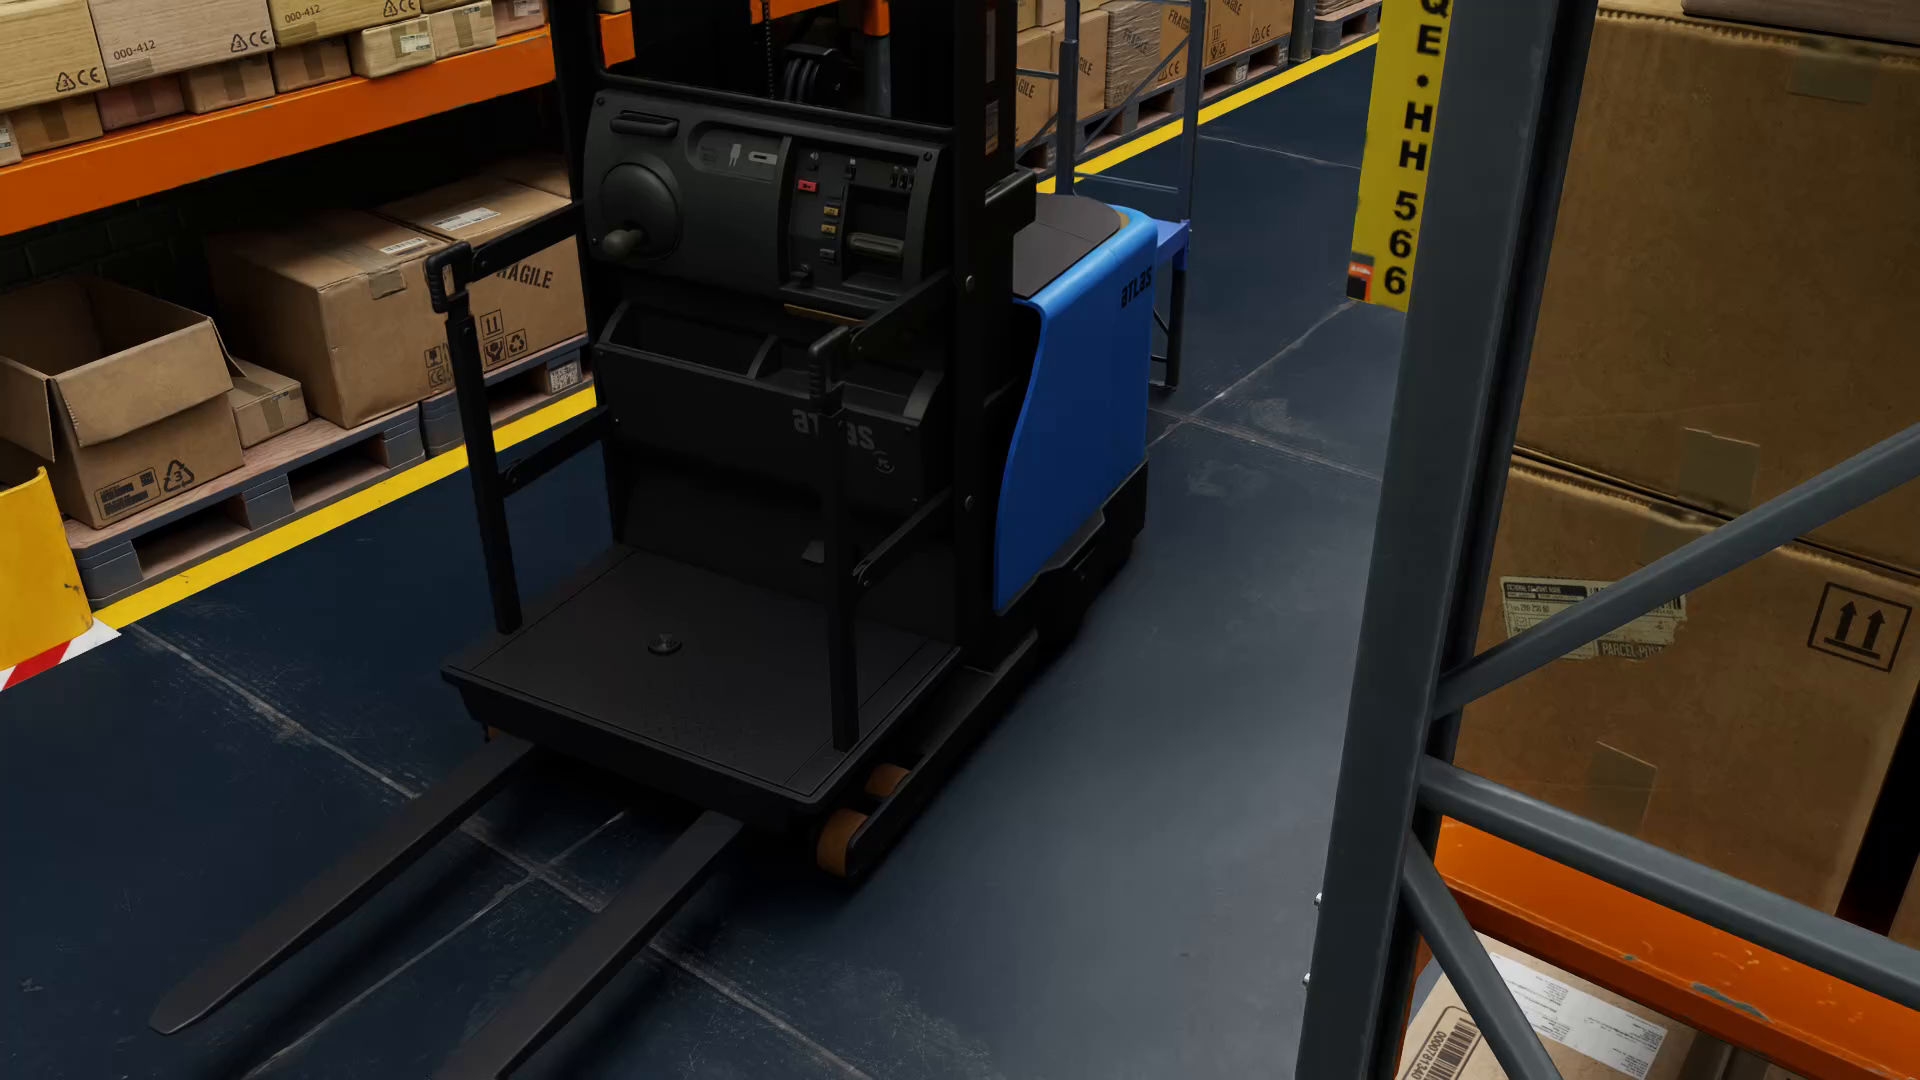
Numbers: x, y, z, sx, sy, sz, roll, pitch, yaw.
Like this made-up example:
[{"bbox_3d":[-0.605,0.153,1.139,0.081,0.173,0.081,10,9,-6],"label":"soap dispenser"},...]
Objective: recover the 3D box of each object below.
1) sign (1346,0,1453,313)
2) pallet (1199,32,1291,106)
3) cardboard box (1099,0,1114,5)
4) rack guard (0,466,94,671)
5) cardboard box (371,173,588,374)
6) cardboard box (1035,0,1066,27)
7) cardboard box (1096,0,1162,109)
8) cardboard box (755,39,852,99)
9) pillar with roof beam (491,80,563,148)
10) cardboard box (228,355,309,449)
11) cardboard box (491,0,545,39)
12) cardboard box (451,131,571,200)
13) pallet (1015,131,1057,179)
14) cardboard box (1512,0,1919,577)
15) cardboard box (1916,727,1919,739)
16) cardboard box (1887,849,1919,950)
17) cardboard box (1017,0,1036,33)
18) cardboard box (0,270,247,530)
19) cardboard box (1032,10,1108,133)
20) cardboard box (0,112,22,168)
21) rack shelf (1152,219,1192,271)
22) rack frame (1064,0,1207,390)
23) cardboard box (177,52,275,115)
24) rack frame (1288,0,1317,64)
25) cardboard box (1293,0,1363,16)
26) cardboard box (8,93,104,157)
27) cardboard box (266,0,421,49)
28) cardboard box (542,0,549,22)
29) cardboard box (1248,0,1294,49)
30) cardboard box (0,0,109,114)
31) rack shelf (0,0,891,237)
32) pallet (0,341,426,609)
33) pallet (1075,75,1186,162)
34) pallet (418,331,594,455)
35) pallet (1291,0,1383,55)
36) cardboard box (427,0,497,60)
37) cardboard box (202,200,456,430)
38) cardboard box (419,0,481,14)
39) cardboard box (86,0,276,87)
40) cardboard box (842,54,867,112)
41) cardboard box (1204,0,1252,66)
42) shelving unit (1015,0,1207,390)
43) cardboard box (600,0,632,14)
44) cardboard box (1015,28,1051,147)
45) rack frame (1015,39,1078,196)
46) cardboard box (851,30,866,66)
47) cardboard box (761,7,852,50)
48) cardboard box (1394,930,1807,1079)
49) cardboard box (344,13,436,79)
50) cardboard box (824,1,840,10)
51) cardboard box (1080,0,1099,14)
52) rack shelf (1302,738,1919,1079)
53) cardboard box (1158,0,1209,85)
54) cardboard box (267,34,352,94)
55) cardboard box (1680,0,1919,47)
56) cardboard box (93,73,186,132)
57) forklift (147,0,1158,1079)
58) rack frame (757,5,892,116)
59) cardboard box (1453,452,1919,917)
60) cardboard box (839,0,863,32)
[{"bbox_3d":[0.428,-0.369,1.563,0.100,0.325,0.005,21,37,31],"label":"sign"},{"bbox_3d":[1.241,-2.883,9.908,1.003,0.211,1.213,21,37,31],"label":"pallet"},{"bbox_3d":[0.614,-2.866,8.547,0.380,0.149,0.250,21,37,31],"label":"cardboard box"},{"bbox_3d":[-3.061,-0.078,4.892,1.175,0.500,0.348,21,37,31],"label":"rack guard"},{"bbox_3d":[-1.716,-0.967,5.980,0.500,0.500,0.500,22,37,32],"label":"cardboard box"},{"bbox_3d":[0.323,-2.647,8.178,0.380,0.149,0.250,21,37,31],"label":"cardboard box"},{"bbox_3d":[0.715,-2.611,8.754,0.500,0.500,0.500,20,36,30],"label":"cardboard box"},{"bbox_3d":[-0.632,-2.145,7.967,0.500,0.500,0.500,21,37,31],"label":"cardboard box"},{"bbox_3d":[1.601,-3.999,3.171,9.100,9.000,0.400,21,37,31],"label":"pillar with roof beam"},{"bbox_3d":[-2.375,-0.457,5.464,0.380,0.149,0.250,20,36,29],"label":"cardboard box"},{"bbox_3d":[-1.629,-1.812,5.611,0.380,0.149,0.250,21,37,31],"label":"cardboard box"},{"bbox_3d":[-1.488,-1.205,6.381,0.700,0.500,0.500,20,36,30],"label":"cardboard box"},{"bbox_3d":[-0.231,-1.891,8.234,1.003,0.211,1.213,21,37,31],"label":"pallet"},{"bbox_3d":[0.954,-0.339,1.801,0.500,0.500,0.500,22,37,33],"label":"cardboard box"},{"bbox_3d":[1.248,-0.117,2.407,0.500,0.500,0.500,20,36,30],"label":"cardboard box"},{"bbox_3d":[1.371,0.253,1.782,0.500,0.500,0.500,21,36,31],"label":"cardboard box"},{"bbox_3d":[0.142,-2.557,8.026,0.380,0.149,0.250,20,36,30],"label":"cardboard box"},{"bbox_3d":[-2.662,-0.449,5.102,0.797,0.503,0.637,20,36,29],"label":"cardboard box"},{"bbox_3d":[0.397,-2.402,8.401,0.500,0.500,0.500,20,36,30],"label":"cardboard box"},{"bbox_3d":[-2.690,-1.064,4.350,0.380,0.149,0.250,21,36,31],"label":"cardboard box"},{"bbox_3d":[0.347,-0.887,5.628,0.538,0.185,1.000,15,34,24],"label":"rack shelf"},{"bbox_3d":[0.589,-1.269,5.921,0.500,1.500,0.032,15,34,24],"label":"rack frame"},{"bbox_3d":[-2.241,-1.383,4.888,0.380,0.149,0.250,22,37,33],"label":"cardboard box"},{"bbox_3d":[1.722,-4.375,9.689,1.000,3.000,0.127,21,37,31],"label":"rack frame"},{"bbox_3d":[2.110,-3.783,10.608,0.875,0.625,0.625,22,37,33],"label":"cardboard box"},{"bbox_3d":[-2.573,-1.182,4.548,0.380,0.149,0.250,22,37,32],"label":"cardboard box"},{"bbox_3d":[-2.011,-1.700,5.031,0.500,0.250,0.500,20,36,30],"label":"cardboard box"},{"bbox_3d":[-1.518,-1.926,5.805,0.380,0.149,0.250,22,37,32],"label":"cardboard box"},{"bbox_3d":[1.638,-3.242,9.818,0.500,0.500,0.500,22,37,33],"label":"cardboard box"},{"bbox_3d":[-2.618,-1.288,4.336,0.500,0.250,0.500,21,37,32],"label":"cardboard box"},{"bbox_3d":[-1.900,-1.626,5.758,1.077,0.370,4.000,21,37,31],"label":"rack shelf"},{"bbox_3d":[-2.581,-0.278,5.513,1.003,0.211,1.213,21,37,31],"label":"pallet"},{"bbox_3d":[0.505,-2.389,9.075,1.003,0.211,1.213,21,37,31],"label":"pallet"},{"bbox_3d":[-1.844,-0.772,6.346,1.003,0.211,1.213,21,37,31],"label":"pallet"},{"bbox_3d":[2.250,-3.498,10.945,1.003,0.211,1.213,21,37,31],"label":"pallet"},{"bbox_3d":[-1.730,-1.686,5.398,0.380,0.149,0.250,22,37,32],"label":"cardboard box"},{"bbox_3d":[-2.115,-0.783,5.669,0.700,0.500,0.500,23,38,33],"label":"cardboard box"},{"bbox_3d":[-1.719,-1.914,5.393,0.500,0.250,0.500,20,36,30],"label":"cardboard box"},{"bbox_3d":[-2.314,-1.493,4.682,0.500,0.250,0.500,22,37,32],"label":"cardboard box"},{"bbox_3d":[-0.221,-1.981,7.691,0.500,0.500,0.500,23,38,33],"label":"cardboard box"},{"bbox_3d":[1.328,-3.042,9.480,0.500,0.500,0.500,21,36,31],"label":"cardboard box"},{"bbox_3d":[0.347,-1.041,5.536,0.538,1.500,1.048,15,34,24],"label":"shelving unit"},{"bbox_3d":[-1.273,-1.997,5.924,0.380,0.149,0.250,21,36,31],"label":"cardboard box"},{"bbox_3d":[0.093,-2.201,8.061,0.500,0.500,0.500,21,36,31],"label":"cardboard box"},{"bbox_3d":[0.105,-0.813,5.152,0.500,1.500,0.032,15,34,24],"label":"rack frame"},{"bbox_3d":[-0.264,-2.197,7.419,0.380,0.149,0.250,23,38,33],"label":"cardboard box"},{"bbox_3d":[-0.700,-2.371,7.713,0.380,0.149,0.250,20,36,29],"label":"cardboard box"},{"bbox_3d":[1.171,1.026,2.678,0.875,0.438,0.875,20,36,30],"label":"cardboard box"},{"bbox_3d":[-1.872,-1.572,5.207,0.380,0.149,0.250,20,36,30],"label":"cardboard box"},{"bbox_3d":[-0.545,-2.480,7.896,0.380,0.149,0.250,21,37,31],"label":"cardboard box"},{"bbox_3d":[0.475,-2.747,8.347,0.380,0.149,0.250,23,37,33],"label":"cardboard box"},{"bbox_3d":[2.060,-0.100,3.183,1.077,0.370,4.000,21,37,31],"label":"rack shelf"},{"bbox_3d":[1.014,-2.828,9.120,0.500,0.500,0.500,23,38,33],"label":"cardboard box"},{"bbox_3d":[-2.085,-1.493,5.073,0.380,0.149,0.250,22,37,32],"label":"cardboard box"},{"bbox_3d":[0.910,-0.556,1.532,0.380,0.149,0.250,22,37,32],"label":"cardboard box"},{"bbox_3d":[-2.442,-1.299,4.746,0.380,0.149,0.250,21,36,31],"label":"cardboard box"},{"bbox_3d":[-0.567,-0.727,3.601,1.130,2.935,3.031,15,34,24],"label":"forklift"},{"bbox_3d":[-0.692,-2.749,6.946,1.000,3.000,0.127,21,37,31],"label":"rack frame"},{"bbox_3d":[0.933,0.083,2.070,0.500,0.500,0.500,21,37,32],"label":"cardboard box"},{"bbox_3d":[-0.312,-2.344,7.374,0.380,0.149,0.250,20,36,30],"label":"cardboard box"}]
